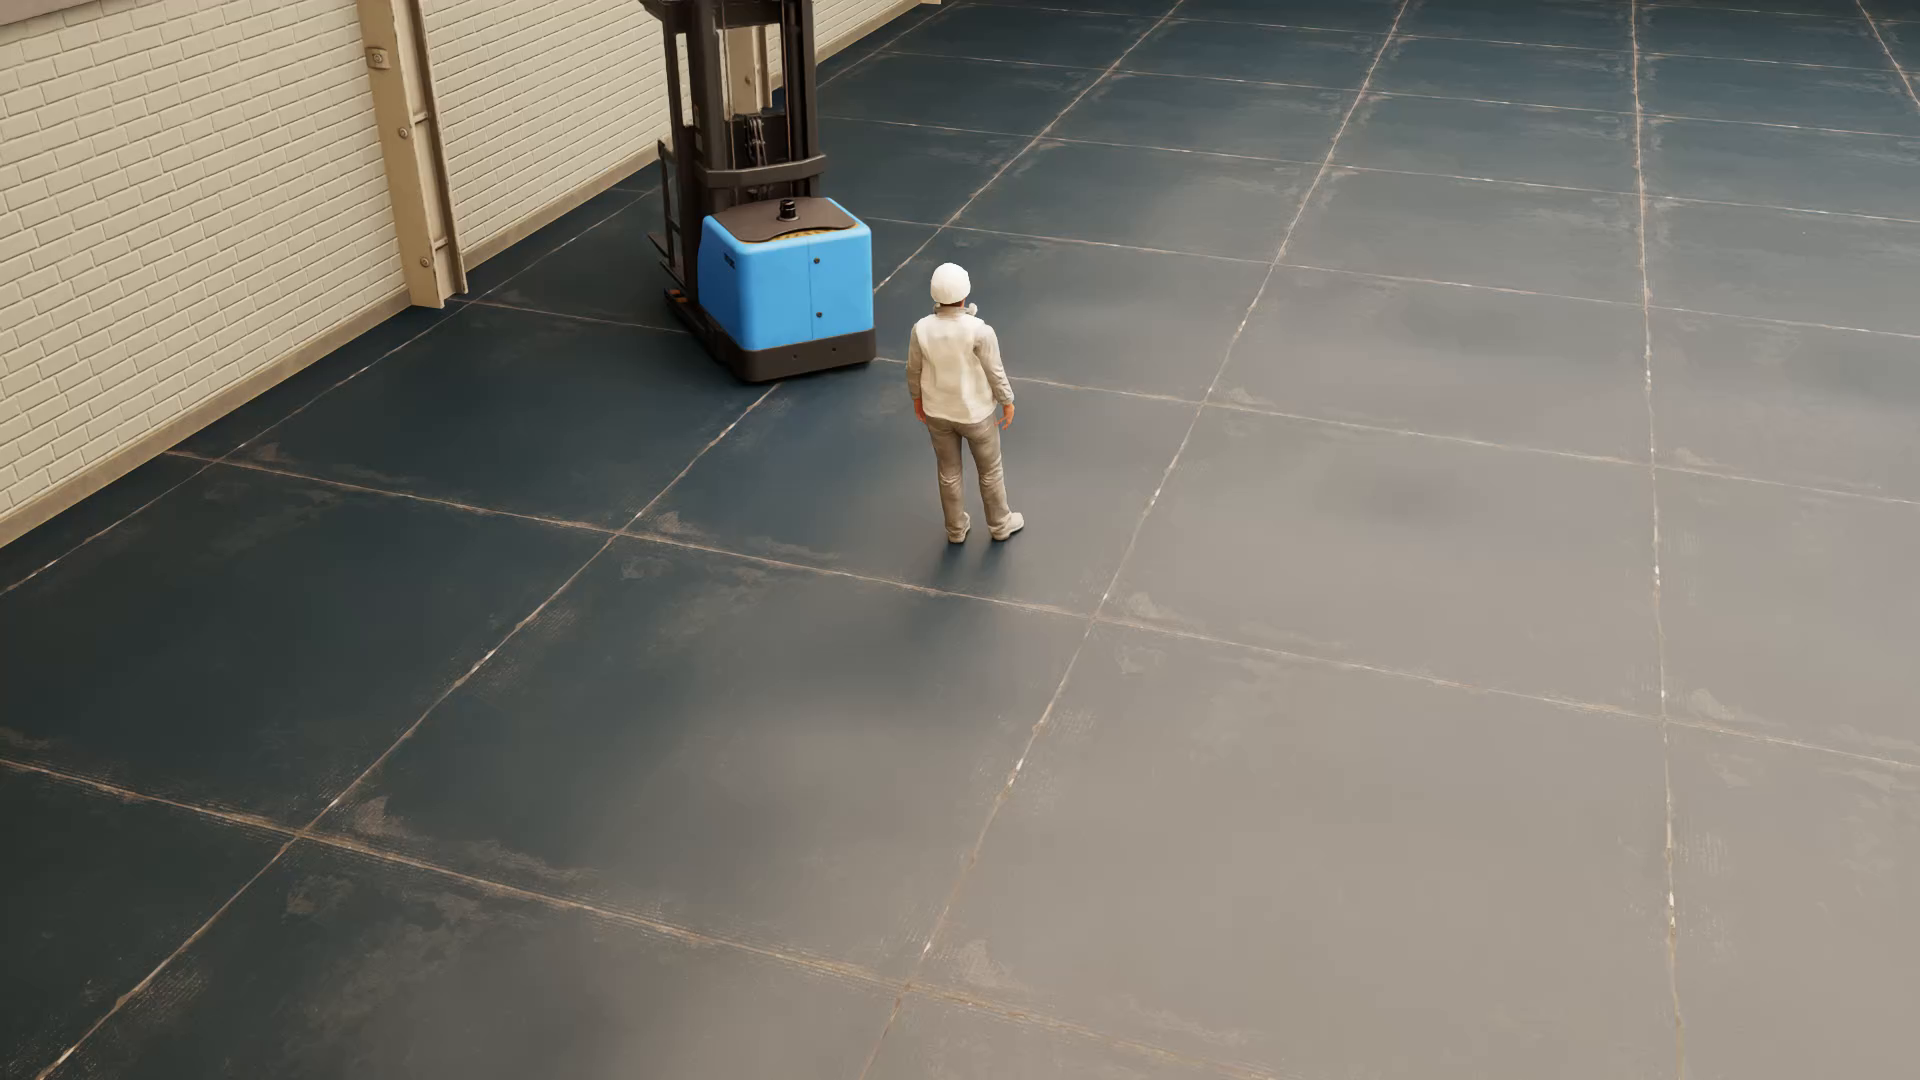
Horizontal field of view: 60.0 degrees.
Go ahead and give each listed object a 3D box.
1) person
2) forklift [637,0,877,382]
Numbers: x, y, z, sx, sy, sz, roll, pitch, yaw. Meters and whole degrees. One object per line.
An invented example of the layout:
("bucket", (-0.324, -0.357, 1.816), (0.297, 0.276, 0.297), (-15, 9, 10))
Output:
("person", (0.027, -0.805, 9.703), (0.634, 1.775, 0.566), (10, 31, 16))
("forklift", (-1.717, -3.116, 12.602), (1.130, 2.935, 3.031), (-13, 32, -22))
